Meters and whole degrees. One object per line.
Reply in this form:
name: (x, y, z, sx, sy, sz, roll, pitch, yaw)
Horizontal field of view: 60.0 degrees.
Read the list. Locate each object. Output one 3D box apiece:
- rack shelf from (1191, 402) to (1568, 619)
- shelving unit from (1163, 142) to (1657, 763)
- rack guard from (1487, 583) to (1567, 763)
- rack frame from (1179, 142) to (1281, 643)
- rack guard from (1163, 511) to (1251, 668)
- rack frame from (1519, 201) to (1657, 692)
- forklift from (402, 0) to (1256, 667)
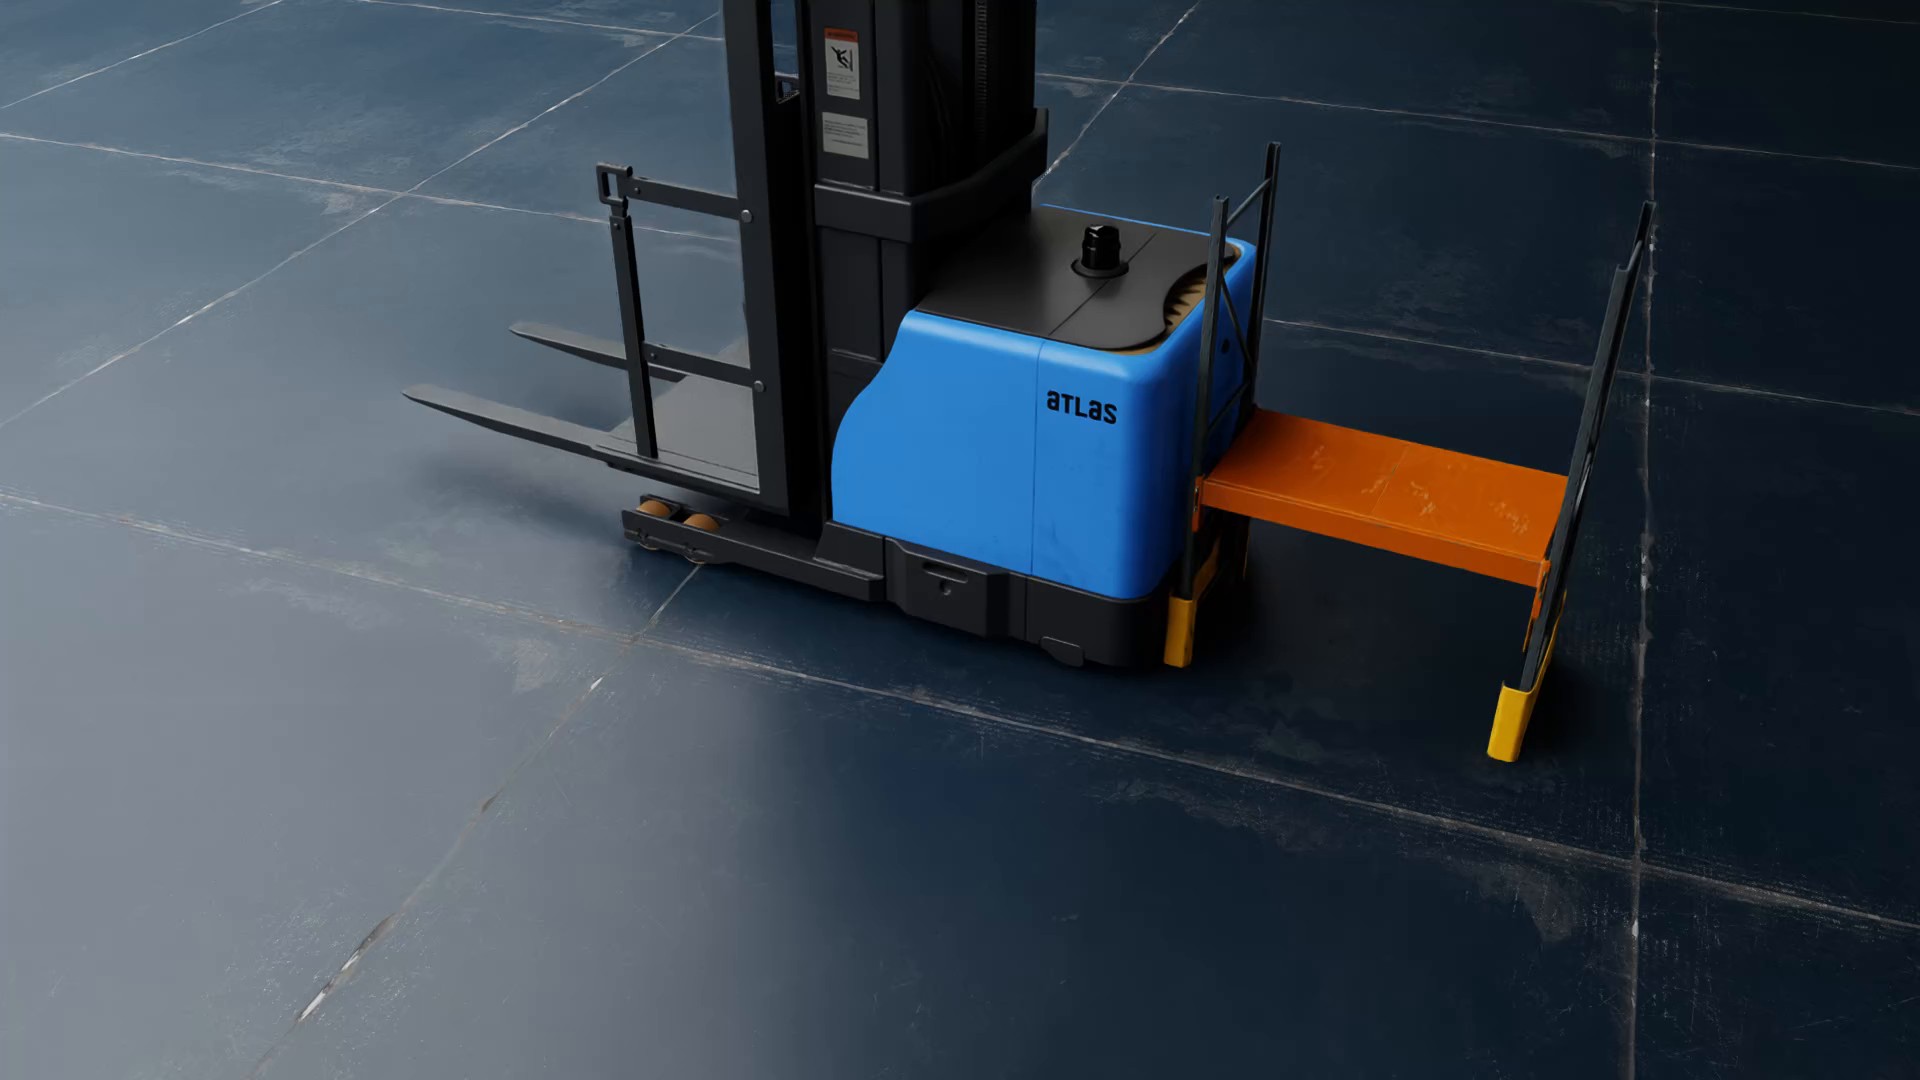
rack shelf: (1.245, -0.108, 4.867, 1.000, 0.185, 0.538, 15, 36, 22)
shelving unit: (1.237, -0.262, 4.773, 1.083, 1.500, 0.587, 15, 36, 22)
rack guard: (1.682, 0.384, 4.924, 0.087, 0.250, 0.587, 15, 36, 22)
rack frame: (0.790, -0.383, 4.961, 0.032, 1.500, 0.500, 15, 36, 22)
rack guard: (0.792, 0.142, 5.299, 0.087, 0.250, 0.587, 15, 36, 22)
rack frame: (1.699, -0.136, 4.578, 0.032, 1.500, 0.500, 15, 36, 22)
forklift: (-0.578, -1.389, 5.199, 3.031, 2.935, 1.130, 15, 36, 22)
